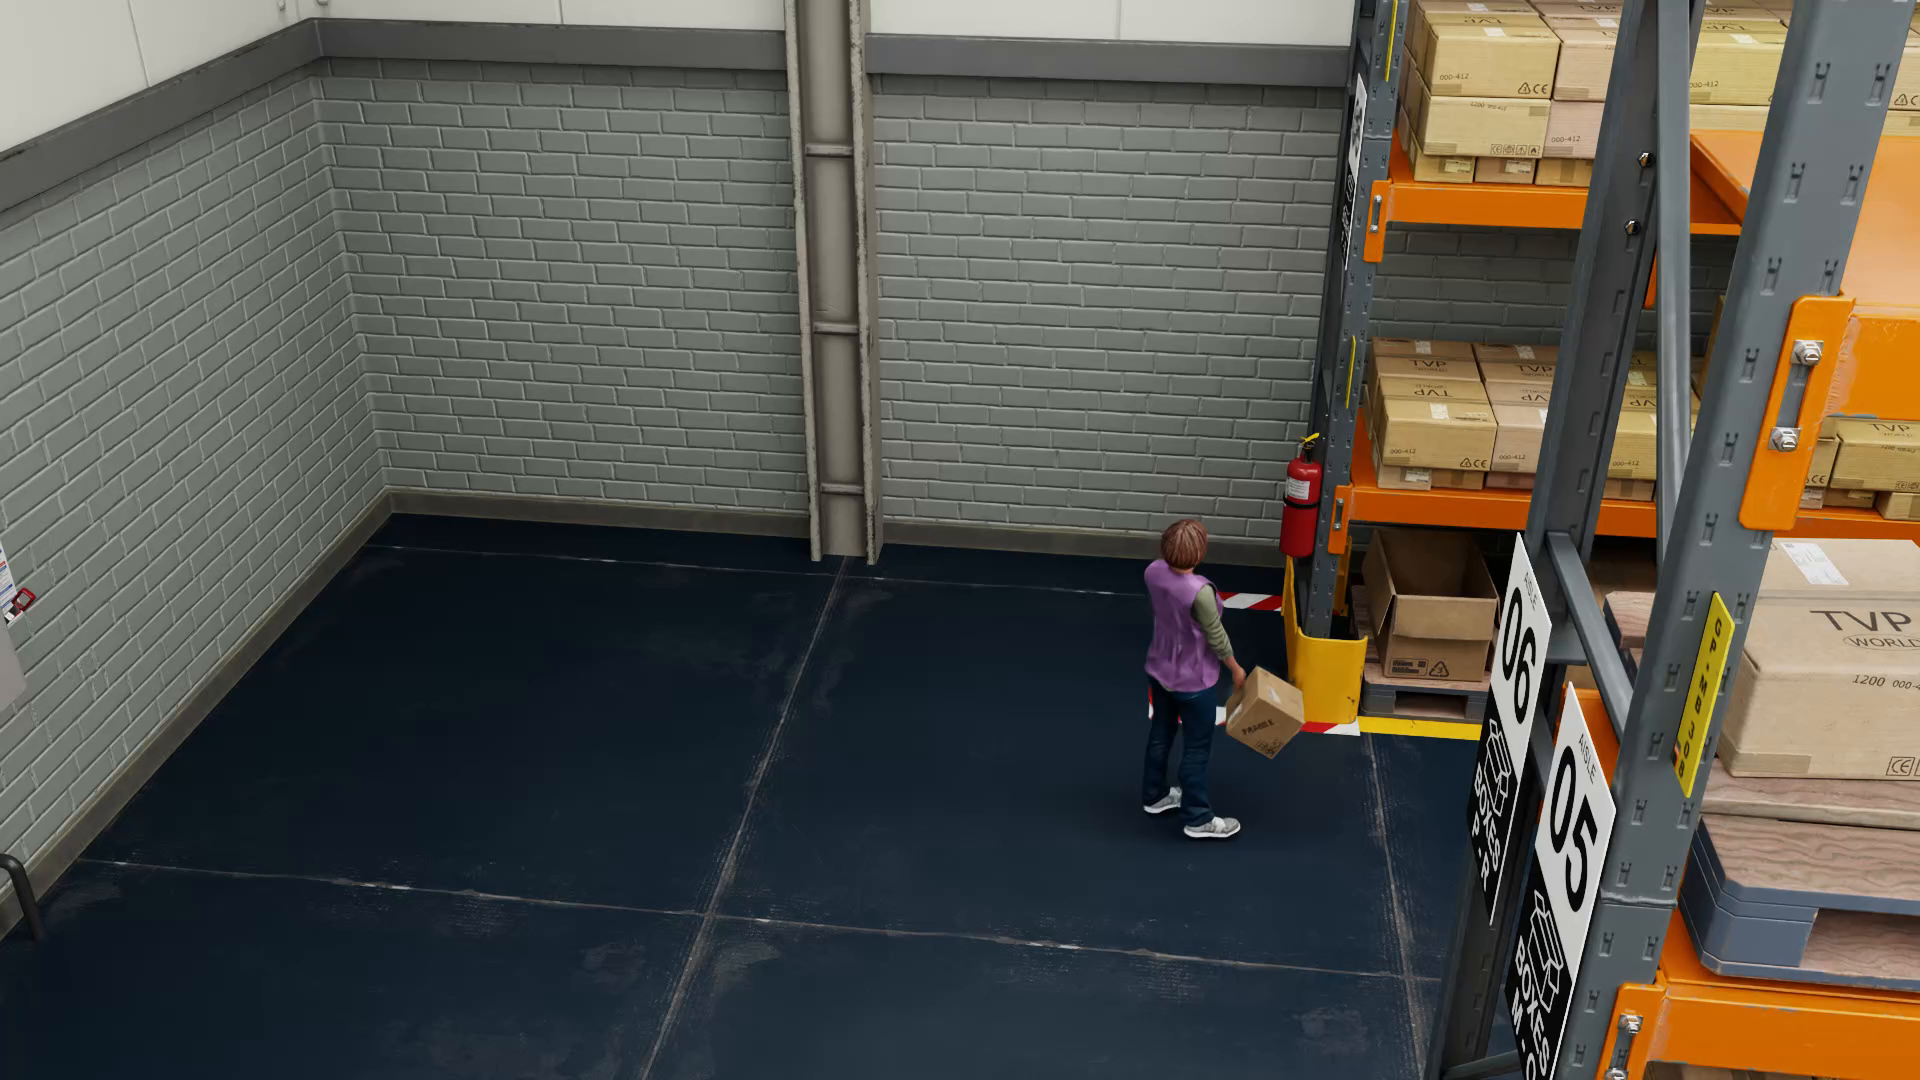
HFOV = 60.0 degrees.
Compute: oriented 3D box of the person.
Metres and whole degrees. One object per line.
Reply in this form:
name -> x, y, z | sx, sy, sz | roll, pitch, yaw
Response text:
person -> 1.010, 0.587, 7.515 | 0.510, 1.606, 0.341 | 19, 34, 31
